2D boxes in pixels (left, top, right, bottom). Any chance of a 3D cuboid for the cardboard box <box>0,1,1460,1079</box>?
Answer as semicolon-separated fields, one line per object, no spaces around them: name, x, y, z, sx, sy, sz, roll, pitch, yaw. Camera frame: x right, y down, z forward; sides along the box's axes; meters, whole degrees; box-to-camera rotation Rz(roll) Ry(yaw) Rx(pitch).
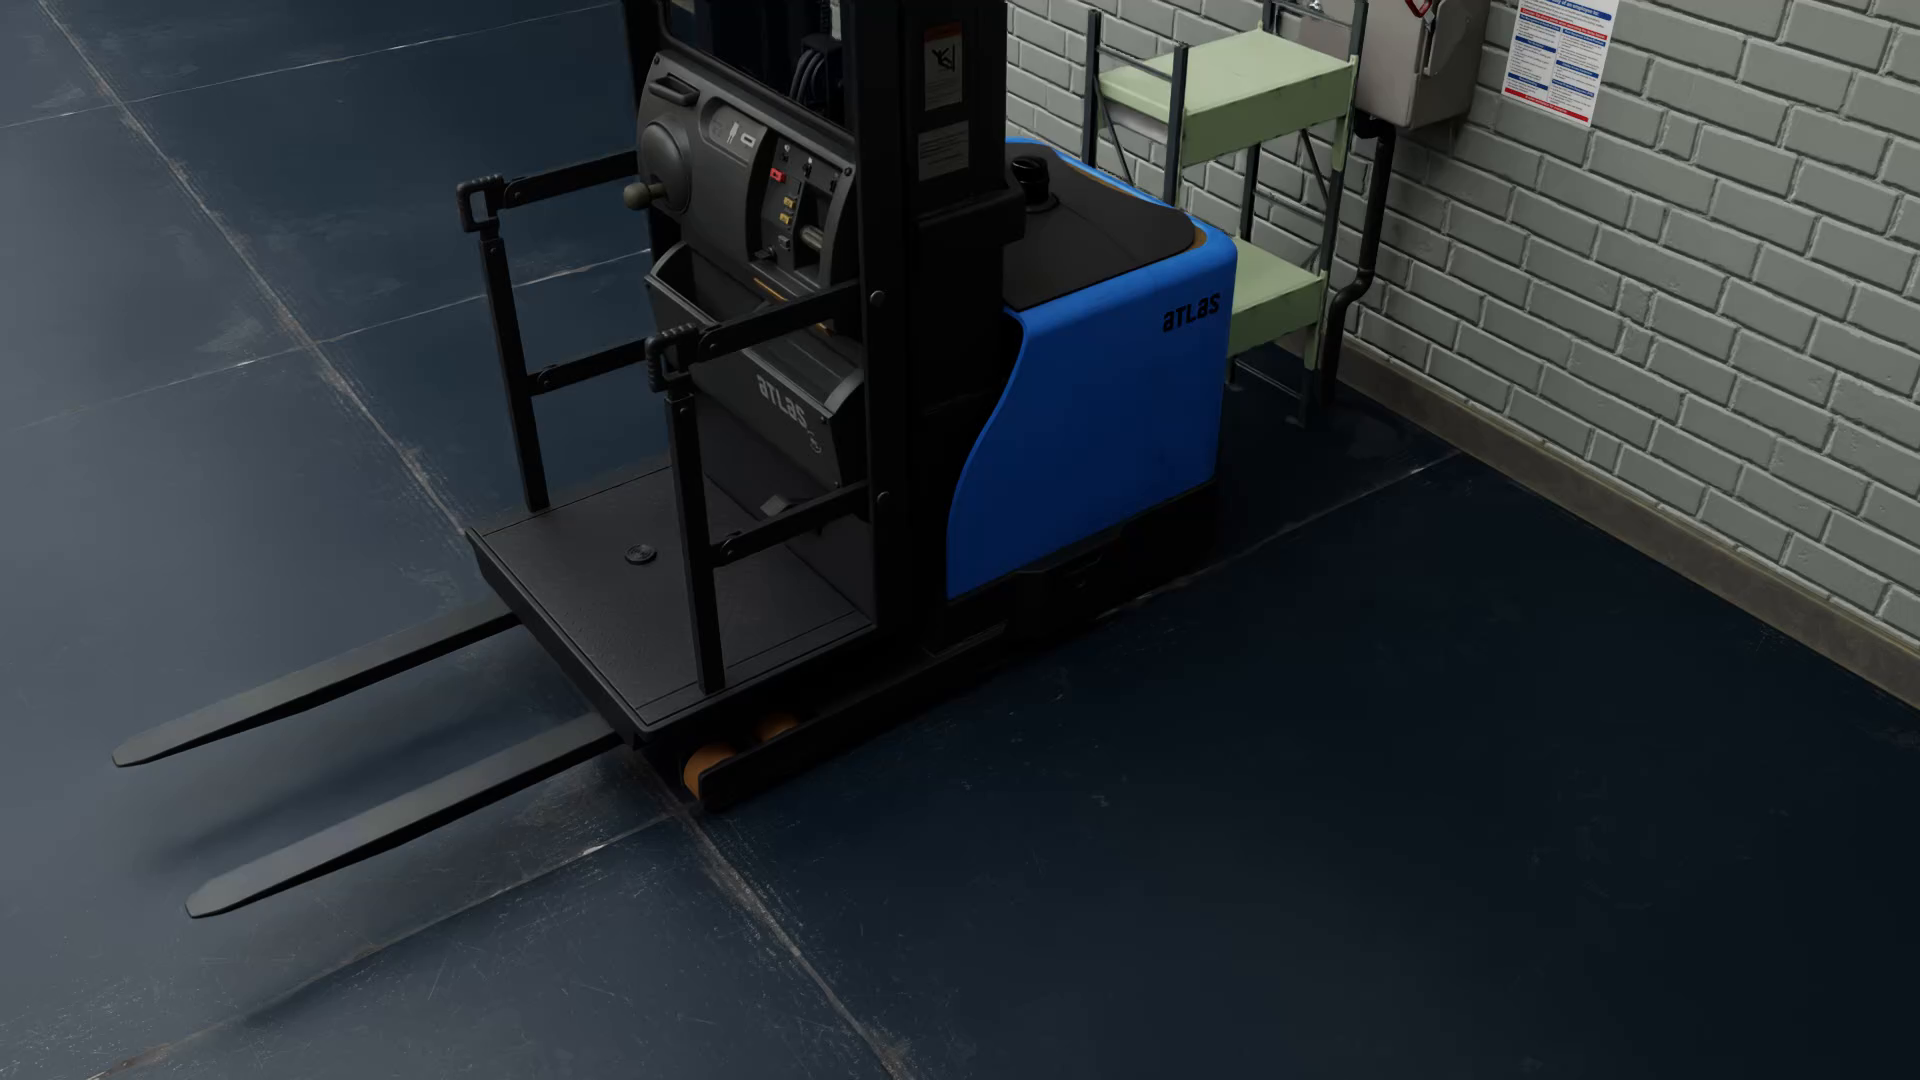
cardboard box;-5.440;-0.091;4.049;13.522;1.550;6.103;-23;42;-29

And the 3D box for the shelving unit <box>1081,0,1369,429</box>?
shelving unit;0.792;-0.963;5.304;0.755;1.500;0.400;-24;42;-29

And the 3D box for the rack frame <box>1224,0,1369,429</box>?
rack frame;1.085;-1.091;5.483;0.023;1.500;0.400;-24;42;-29

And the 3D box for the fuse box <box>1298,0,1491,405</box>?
fuse box;1.294;-1.168;5.408;0.414;1.711;0.539;-22;41;-28

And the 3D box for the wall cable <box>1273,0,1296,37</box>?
wall cable;1.030;-2.482;5.262;0.122;1.984;0.588;-22;41;-28

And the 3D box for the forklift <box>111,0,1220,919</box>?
forklift;-0.743;-0.805;3.935;2.937;2.843;1.107;-24;42;-29

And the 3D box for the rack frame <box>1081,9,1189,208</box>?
rack frame;0.500;-0.835;5.126;0.023;1.500;0.400;-24;42;-29
